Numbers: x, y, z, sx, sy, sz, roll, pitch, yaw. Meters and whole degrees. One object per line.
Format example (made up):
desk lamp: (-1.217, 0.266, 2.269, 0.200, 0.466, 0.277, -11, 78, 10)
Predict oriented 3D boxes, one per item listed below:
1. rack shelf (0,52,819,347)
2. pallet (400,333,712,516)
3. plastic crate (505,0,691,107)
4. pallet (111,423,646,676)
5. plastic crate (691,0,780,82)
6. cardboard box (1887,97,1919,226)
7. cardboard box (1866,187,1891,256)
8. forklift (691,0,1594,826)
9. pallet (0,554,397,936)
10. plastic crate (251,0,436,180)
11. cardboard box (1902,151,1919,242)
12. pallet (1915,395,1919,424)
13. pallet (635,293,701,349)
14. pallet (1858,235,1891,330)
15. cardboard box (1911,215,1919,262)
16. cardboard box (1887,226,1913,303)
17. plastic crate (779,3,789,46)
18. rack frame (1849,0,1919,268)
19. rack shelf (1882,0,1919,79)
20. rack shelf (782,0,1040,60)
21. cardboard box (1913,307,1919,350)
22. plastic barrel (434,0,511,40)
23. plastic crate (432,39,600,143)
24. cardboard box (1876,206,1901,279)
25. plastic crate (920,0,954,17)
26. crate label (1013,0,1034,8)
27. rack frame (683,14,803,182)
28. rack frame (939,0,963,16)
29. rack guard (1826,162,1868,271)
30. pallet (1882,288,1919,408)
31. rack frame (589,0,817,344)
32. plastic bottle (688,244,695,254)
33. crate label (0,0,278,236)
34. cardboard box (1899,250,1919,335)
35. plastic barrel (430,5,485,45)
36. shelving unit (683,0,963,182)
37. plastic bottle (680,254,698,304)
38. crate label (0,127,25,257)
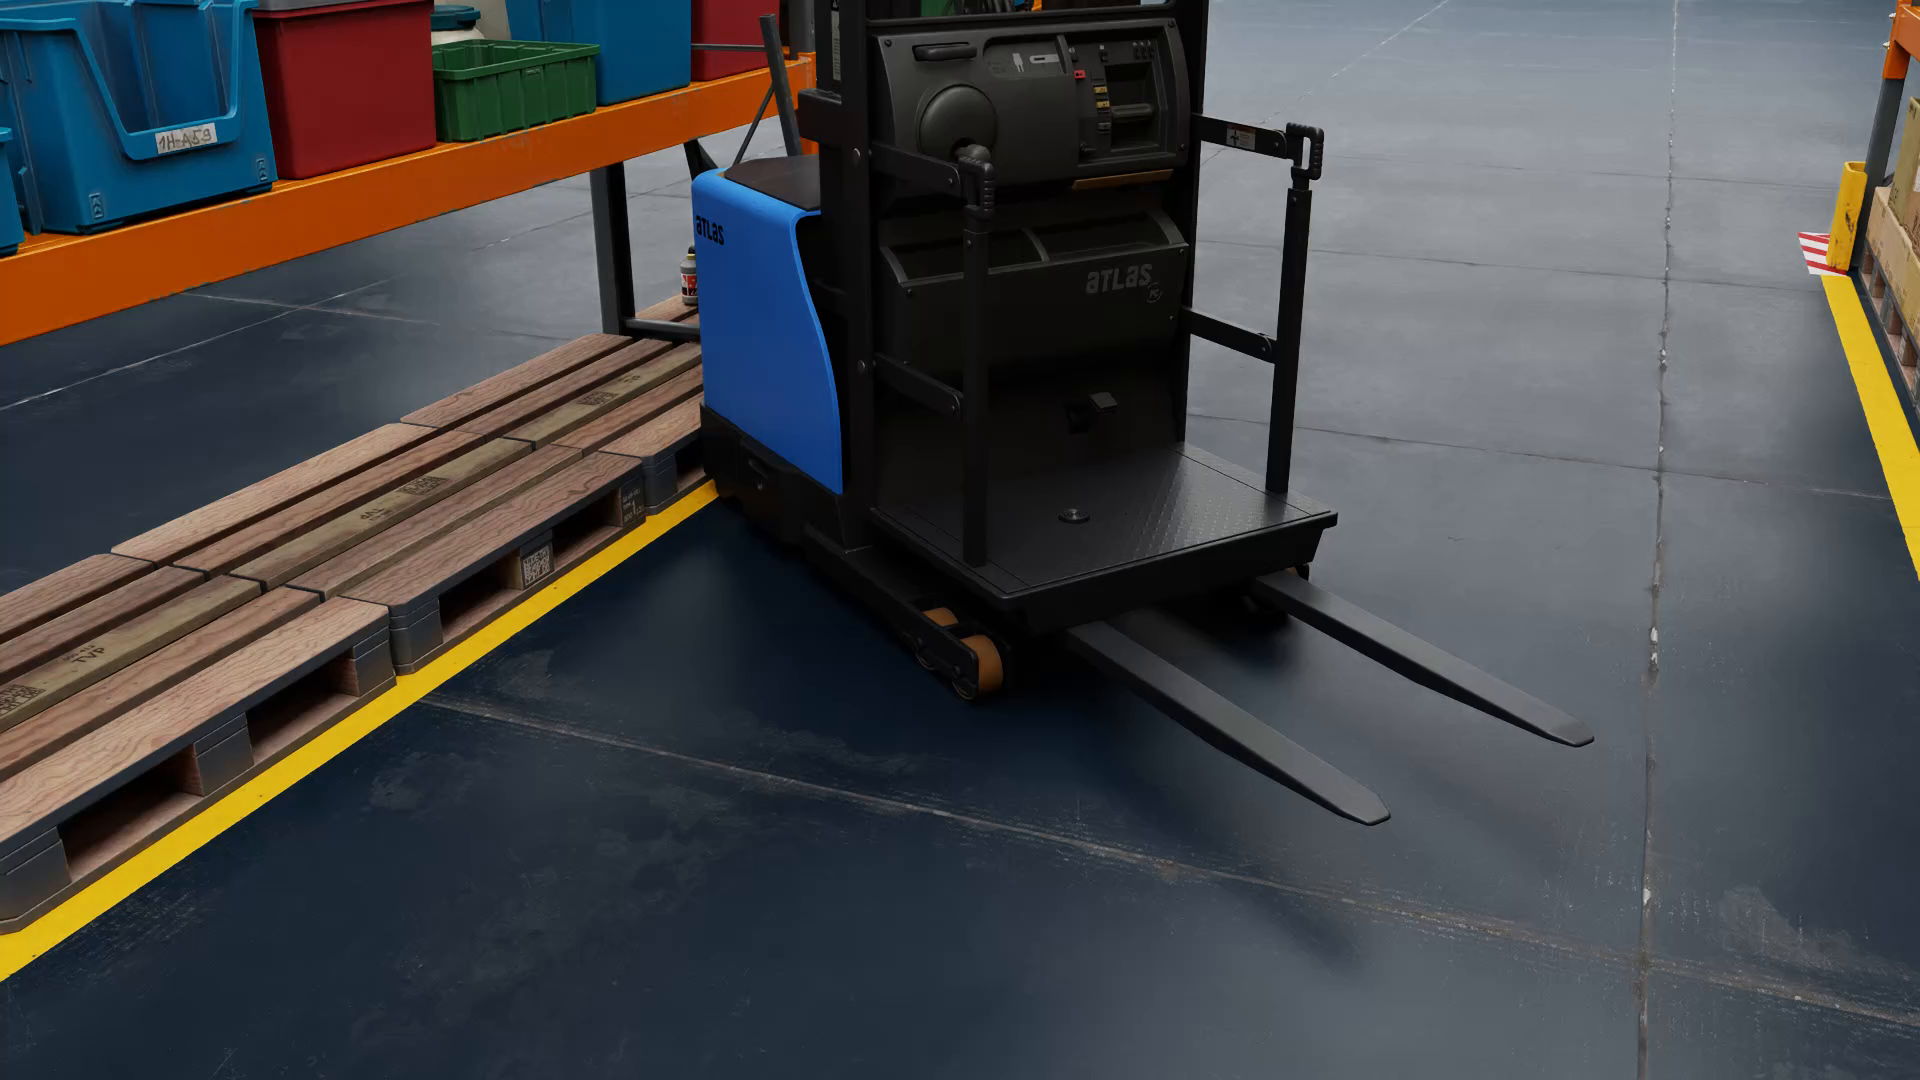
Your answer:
rack shelf: (-1.730, -0.984, 4.647, 1.077, 0.370, 4.000, 9, 24, 20)
pallet: (-1.243, -0.458, 6.073, 1.003, 0.211, 1.213, 9, 24, 20)
plastic crate: (-1.108, -1.585, 5.173, 0.392, 0.384, 0.575, 9, 24, 20)
pallet: (-1.694, -0.020, 5.024, 1.003, 0.211, 1.213, 9, 24, 20)
plastic crate: (-0.883, -1.844, 5.689, 0.402, 0.464, 0.583, 9, 24, 20)
cardboard box: (4.507, -1.684, 7.440, 0.500, 0.500, 0.500, 9, 24, 20)
cardboard box: (4.691, -1.517, 8.013, 0.500, 0.250, 0.500, 9, 24, 20)
forklift: (0.323, -1.146, 4.191, 1.130, 2.935, 3.031, -13, 26, -28)
pallet: (-2.149, 0.415, 3.982, 1.003, 0.211, 1.213, 9, 24, 20)
plastic crate: (-1.589, -1.164, 4.062, 0.402, 0.464, 0.583, 9, 24, 20)
cardboard box: (4.333, -1.503, 7.007, 0.500, 0.500, 0.500, 9, 24, 20)
pallet: (3.945, -0.313, 5.725, 1.003, 0.211, 1.213, 9, 24, 20)
pallet: (-0.699, -0.979, 7.320, 1.003, 0.211, 1.213, 9, 24, 20)
pallet: (4.851, -1.186, 7.815, 1.003, 0.211, 1.213, 9, 24, 20)
cardboard box: (4.131, -1.327, 6.584, 0.500, 0.500, 0.500, 9, 24, 20)
cardboard box: (4.322, -1.159, 7.155, 0.500, 0.250, 0.500, 9, 24, 20)
plastic crate: (-0.675, -2.172, 6.638, 0.767, 0.338, 0.504, 9, 24, 20)
rack frame: (5.096, -2.752, 7.947, 1.000, 3.000, 0.127, 9, 24, 20)
rack shelf: (4.353, -1.705, 6.372, 1.077, 0.370, 4.000, 9, 24, 20)
rack shelf: (-0.244, -2.415, 8.073, 1.077, 0.370, 4.000, 9, 24, 20)
cardboard box: (3.947, -0.802, 6.300, 0.500, 0.250, 0.500, 9, 24, 20)
plastic barrel: (-1.546, -1.783, 5.451, 0.433, 0.535, 0.433, 0, 23, 0)
plastic crate: (-1.372, -1.270, 4.673, 0.450, 0.188, 0.662, 9, 24, 20)
cardboard box: (4.508, -1.338, 7.583, 0.500, 0.250, 0.500, 9, 24, 20)
plastic crate: (-0.221, -2.379, 7.328, 0.450, 0.188, 0.662, 9, 24, 20)
crate label: (0.066, -2.782, 7.972, 0.502, 0.435, 0.616, 9, 24, 20)
rack frame: (-0.675, -1.028, 5.649, 0.500, 1.500, 0.032, 13, 37, 33)
rack frame: (-0.113, -1.531, 6.331, 0.500, 1.500, 0.032, 13, 37, 33)
rack guard: (5.105, -1.607, 8.450, 1.175, 0.500, 0.348, 9, 24, 20)
pallet: (4.396, -0.751, 6.774, 1.003, 0.211, 1.213, 9, 24, 20)
rack frame: (-0.987, -2.031, 6.221, 1.000, 3.000, 0.127, 9, 24, 20)
plastic bottle: (-1.115, -1.200, 7.185, 0.061, 0.283, 0.133, 10, 25, 23)
crate label: (-1.853, -0.933, 3.546, 0.502, 0.435, 0.616, 9, 24, 20)
cardboard box: (4.132, -0.981, 6.729, 0.500, 0.250, 0.500, 9, 24, 20)
plastic barrel: (-1.621, -1.516, 5.167, 0.301, 0.262, 0.301, 0, 23, 0)
shelving unit: (-0.399, -1.275, 5.984, 0.587, 1.500, 1.083, 13, 37, 33)
plastic bottle: (-1.142, -1.118, 7.094, 0.097, 0.201, 0.097, 0, 23, 0)
crate label: (-1.968, -0.620, 3.059, 0.303, 0.233, 0.416, 9, 24, 20)
